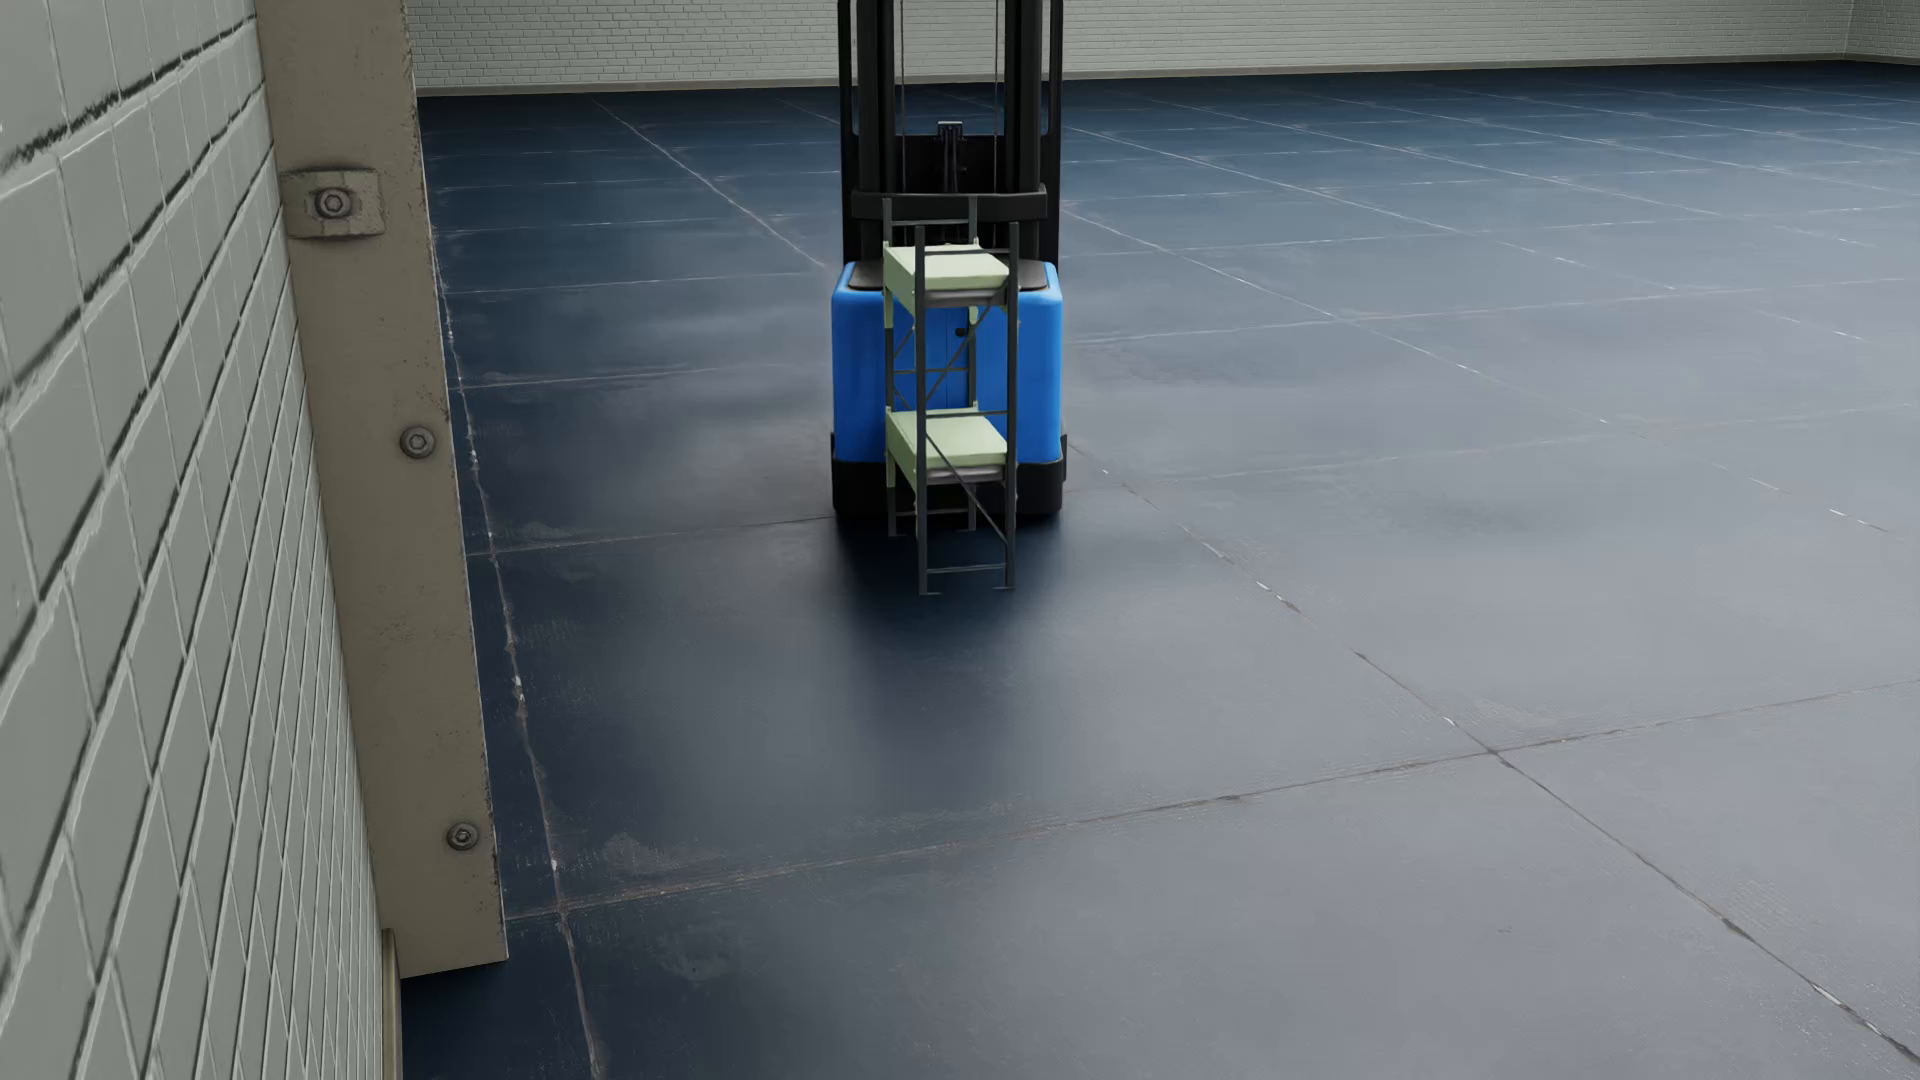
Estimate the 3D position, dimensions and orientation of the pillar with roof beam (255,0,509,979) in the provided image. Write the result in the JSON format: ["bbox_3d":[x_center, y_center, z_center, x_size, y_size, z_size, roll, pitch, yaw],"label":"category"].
[{"bbox_3d":[2.695,-3.641,4.241,9.100,9.000,0.400,-6,21,-17],"label":"pillar with roof beam"}]

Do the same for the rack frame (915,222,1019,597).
[{"bbox_3d":[0.027,-0.492,6.567,0.400,1.500,0.023,-4,20,-11],"label":"rack frame"}]

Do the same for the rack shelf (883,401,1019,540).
[{"bbox_3d":[-0.050,-0.306,7.014,0.431,0.370,0.720,-4,20,-11],"label":"rack shelf"}]

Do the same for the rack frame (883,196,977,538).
[{"bbox_3d":[-0.126,-0.734,7.240,0.400,1.500,0.023,-4,20,-11],"label":"rack frame"}]

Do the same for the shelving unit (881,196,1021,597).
[{"bbox_3d":[-0.050,-0.613,6.903,0.431,1.500,0.755,-4,20,-11],"label":"shelving unit"}]

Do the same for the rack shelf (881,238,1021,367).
[{"bbox_3d":[-0.050,-0.980,6.771,0.431,0.370,0.720,-4,20,-11],"label":"rack shelf"}]

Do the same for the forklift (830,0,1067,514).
[{"bbox_3d":[-0.043,-1.942,8.487,1.130,2.935,3.031,0,20,1],"label":"forklift"}]
